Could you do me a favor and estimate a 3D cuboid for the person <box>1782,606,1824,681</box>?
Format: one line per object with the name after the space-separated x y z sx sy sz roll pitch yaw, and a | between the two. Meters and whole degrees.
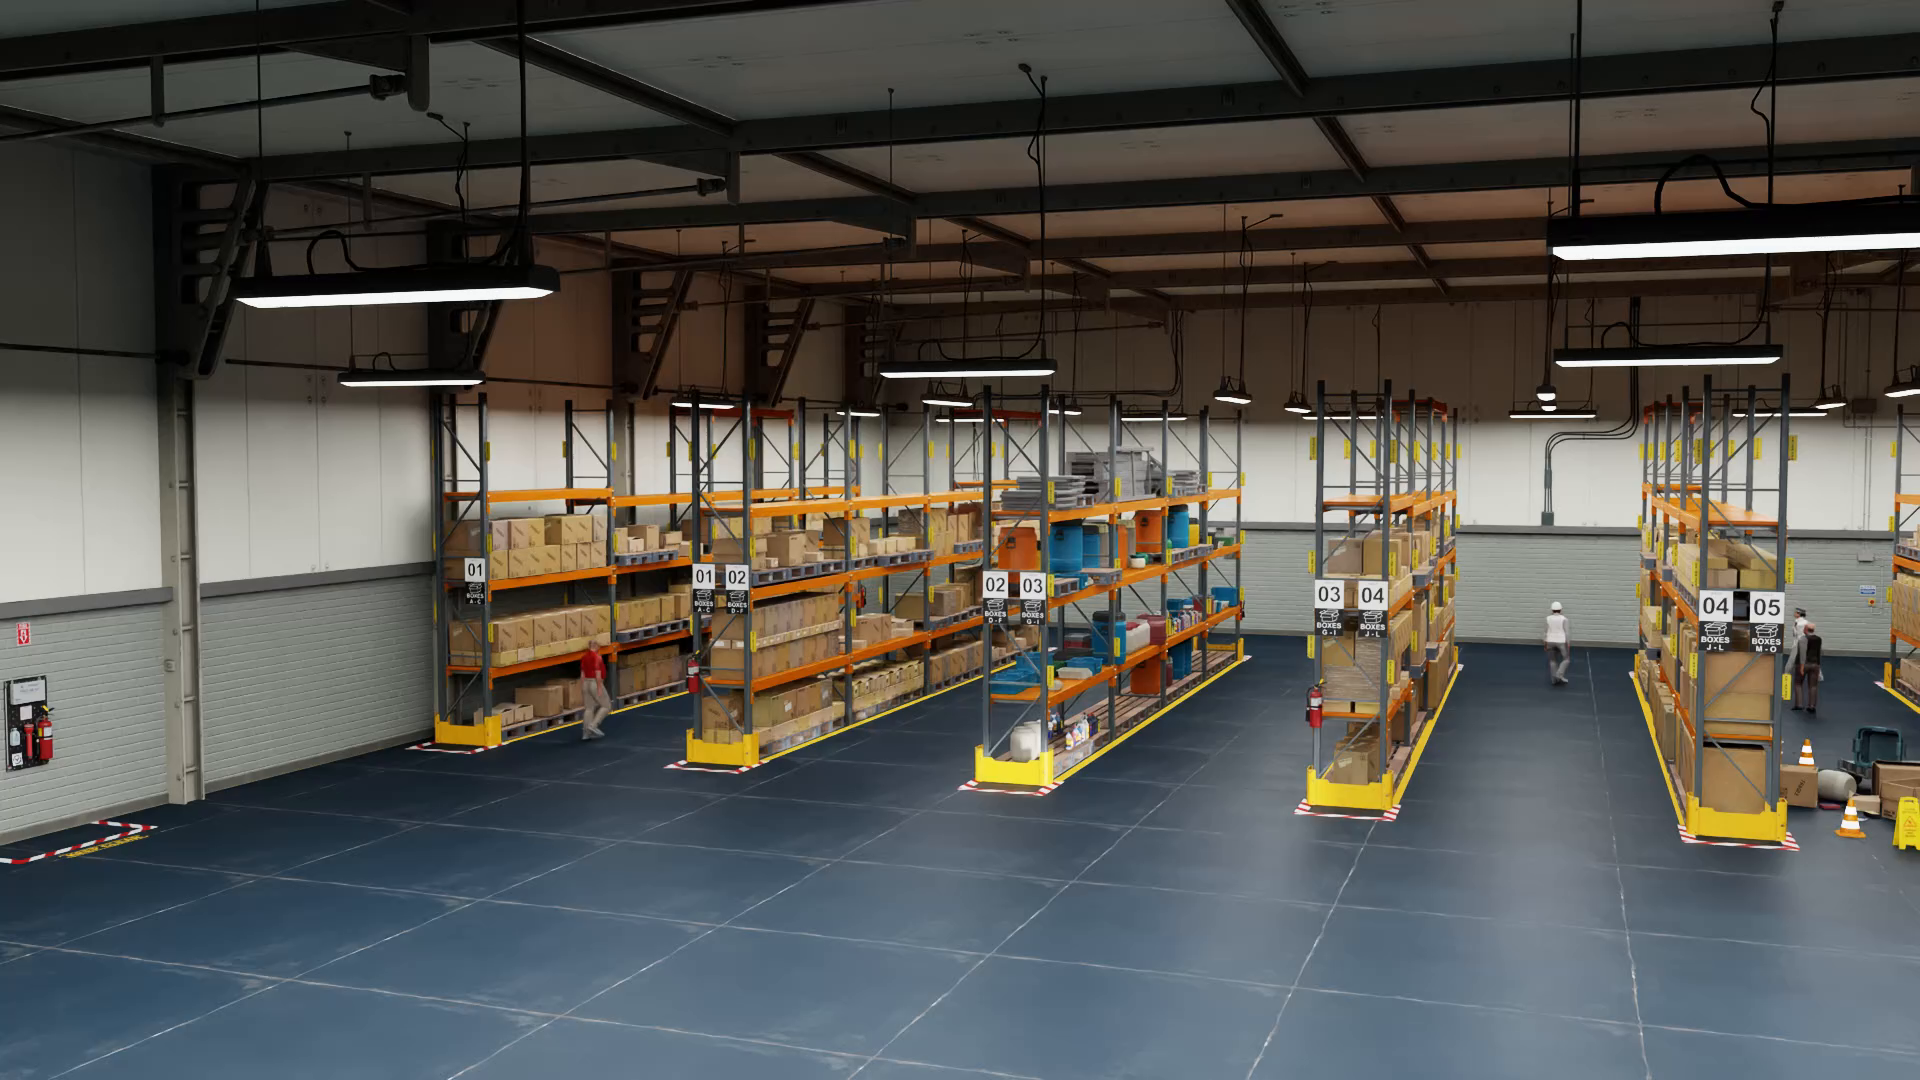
18.244 2.240 36.142 0.996 1.612 0.483 2 4 39 | person

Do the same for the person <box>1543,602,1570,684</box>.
12.839 2.218 35.784 0.575 1.773 0.525 2 4 33 | person

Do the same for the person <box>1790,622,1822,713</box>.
16.301 2.469 31.900 0.512 1.761 0.624 0 3 9 | person

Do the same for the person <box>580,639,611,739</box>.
-6.400 2.592 28.964 0.586 1.714 0.479 2 4 32 | person
